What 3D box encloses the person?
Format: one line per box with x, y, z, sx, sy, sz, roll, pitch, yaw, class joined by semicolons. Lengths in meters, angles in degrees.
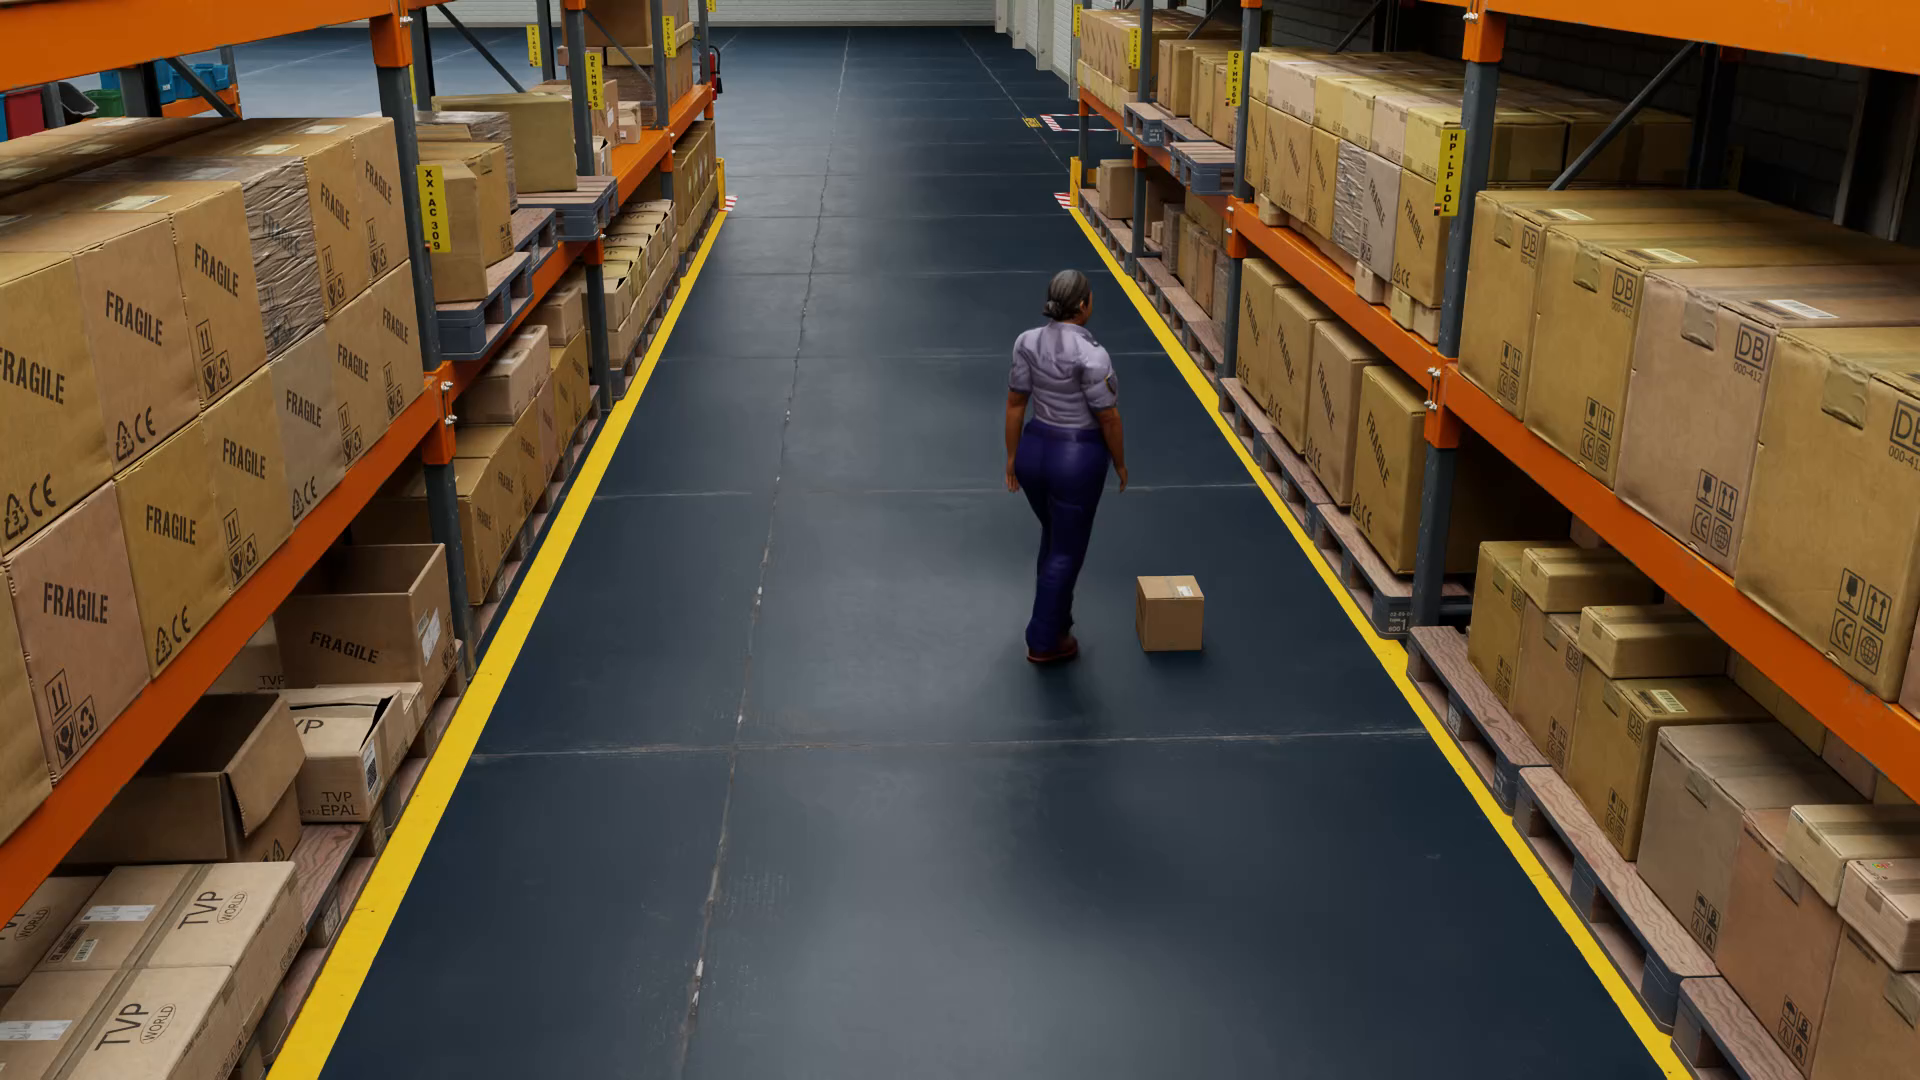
0.454;-0.270;6.917;0.569;1.710;0.517;-19;28;-41;person
